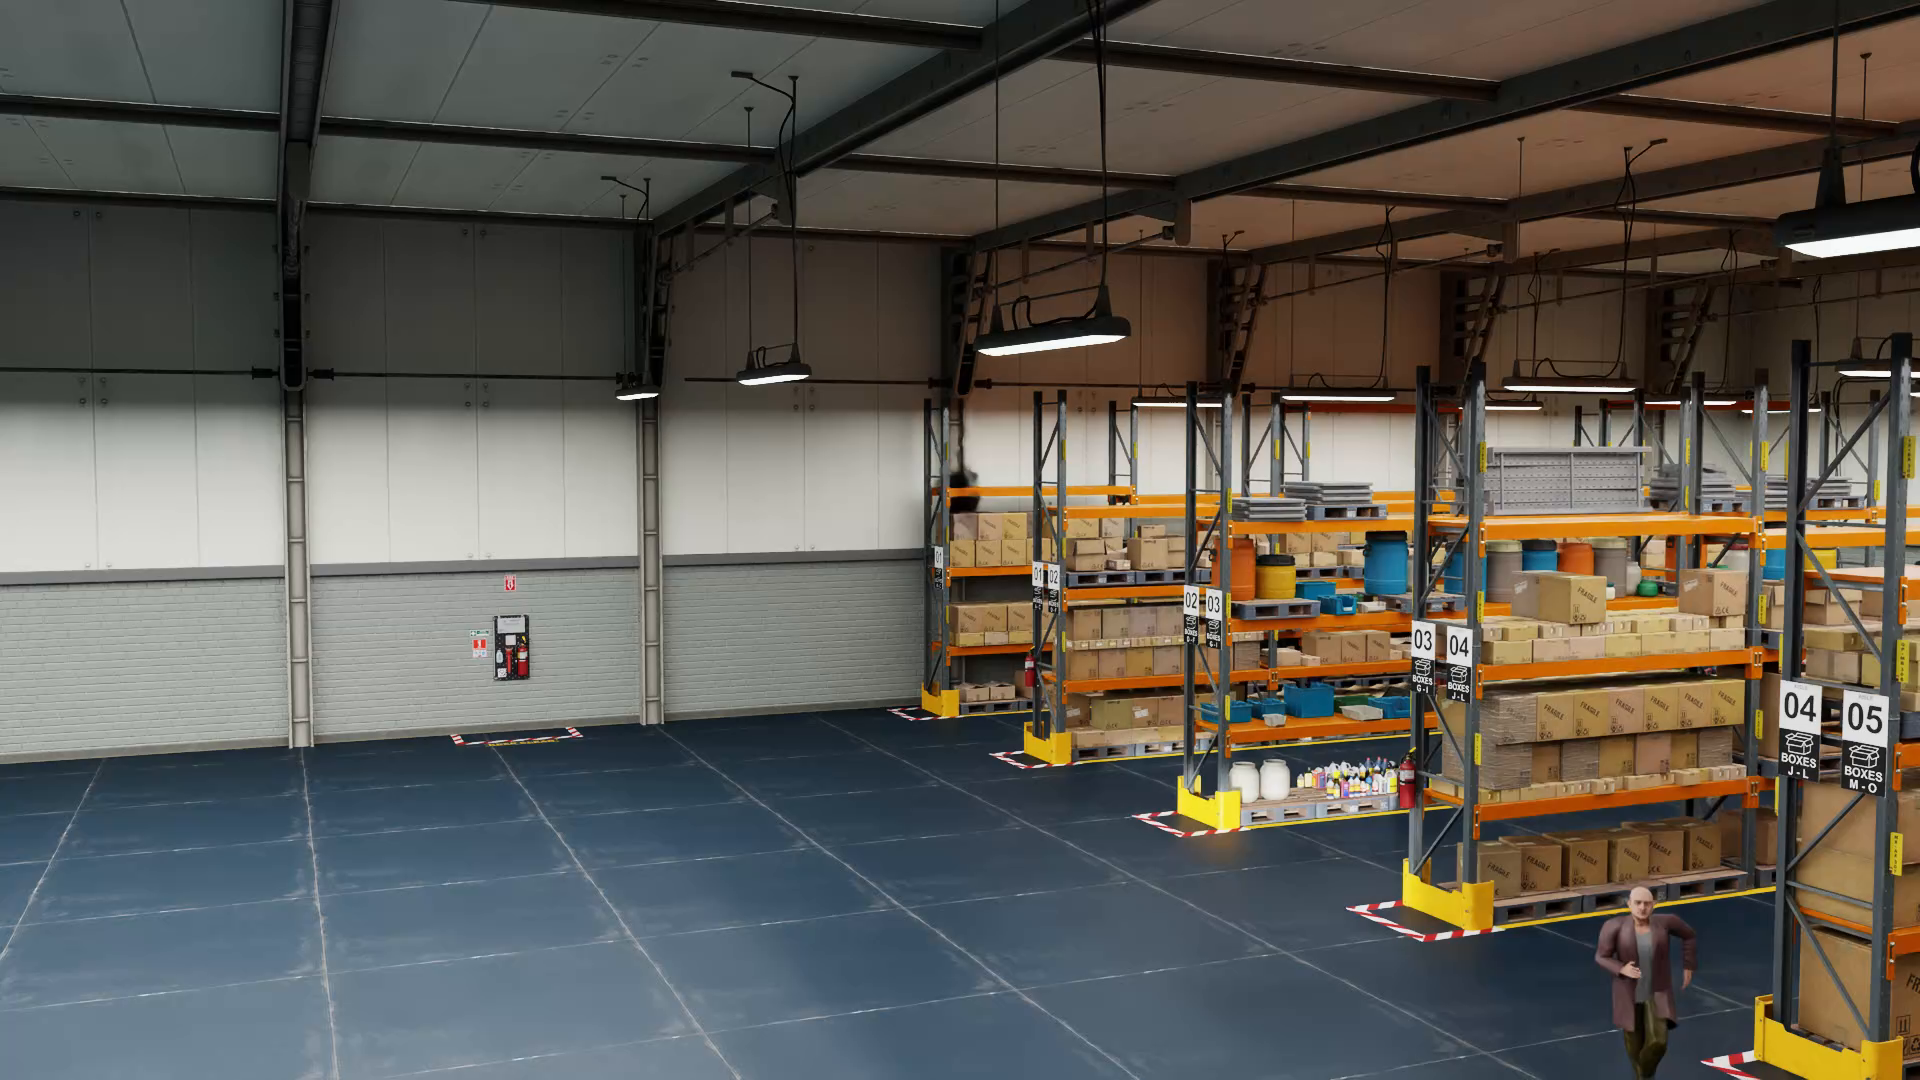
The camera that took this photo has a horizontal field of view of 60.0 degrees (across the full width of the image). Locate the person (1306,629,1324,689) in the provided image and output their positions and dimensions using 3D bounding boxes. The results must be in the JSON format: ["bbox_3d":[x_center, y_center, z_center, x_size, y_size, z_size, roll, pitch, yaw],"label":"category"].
[{"bbox_3d":[6.644,2.496,31.153,0.893,1.669,0.604,-2,4,-27],"label":"person"}]

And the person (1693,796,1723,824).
[{"bbox_3d":[9.778,3.052,21.794,0.686,1.701,0.544,-1,4,-22],"label":"person"}]

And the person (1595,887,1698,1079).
[{"bbox_3d":[5.295,3.526,12.826,0.761,1.730,0.816,1,4,19],"label":"person"}]
